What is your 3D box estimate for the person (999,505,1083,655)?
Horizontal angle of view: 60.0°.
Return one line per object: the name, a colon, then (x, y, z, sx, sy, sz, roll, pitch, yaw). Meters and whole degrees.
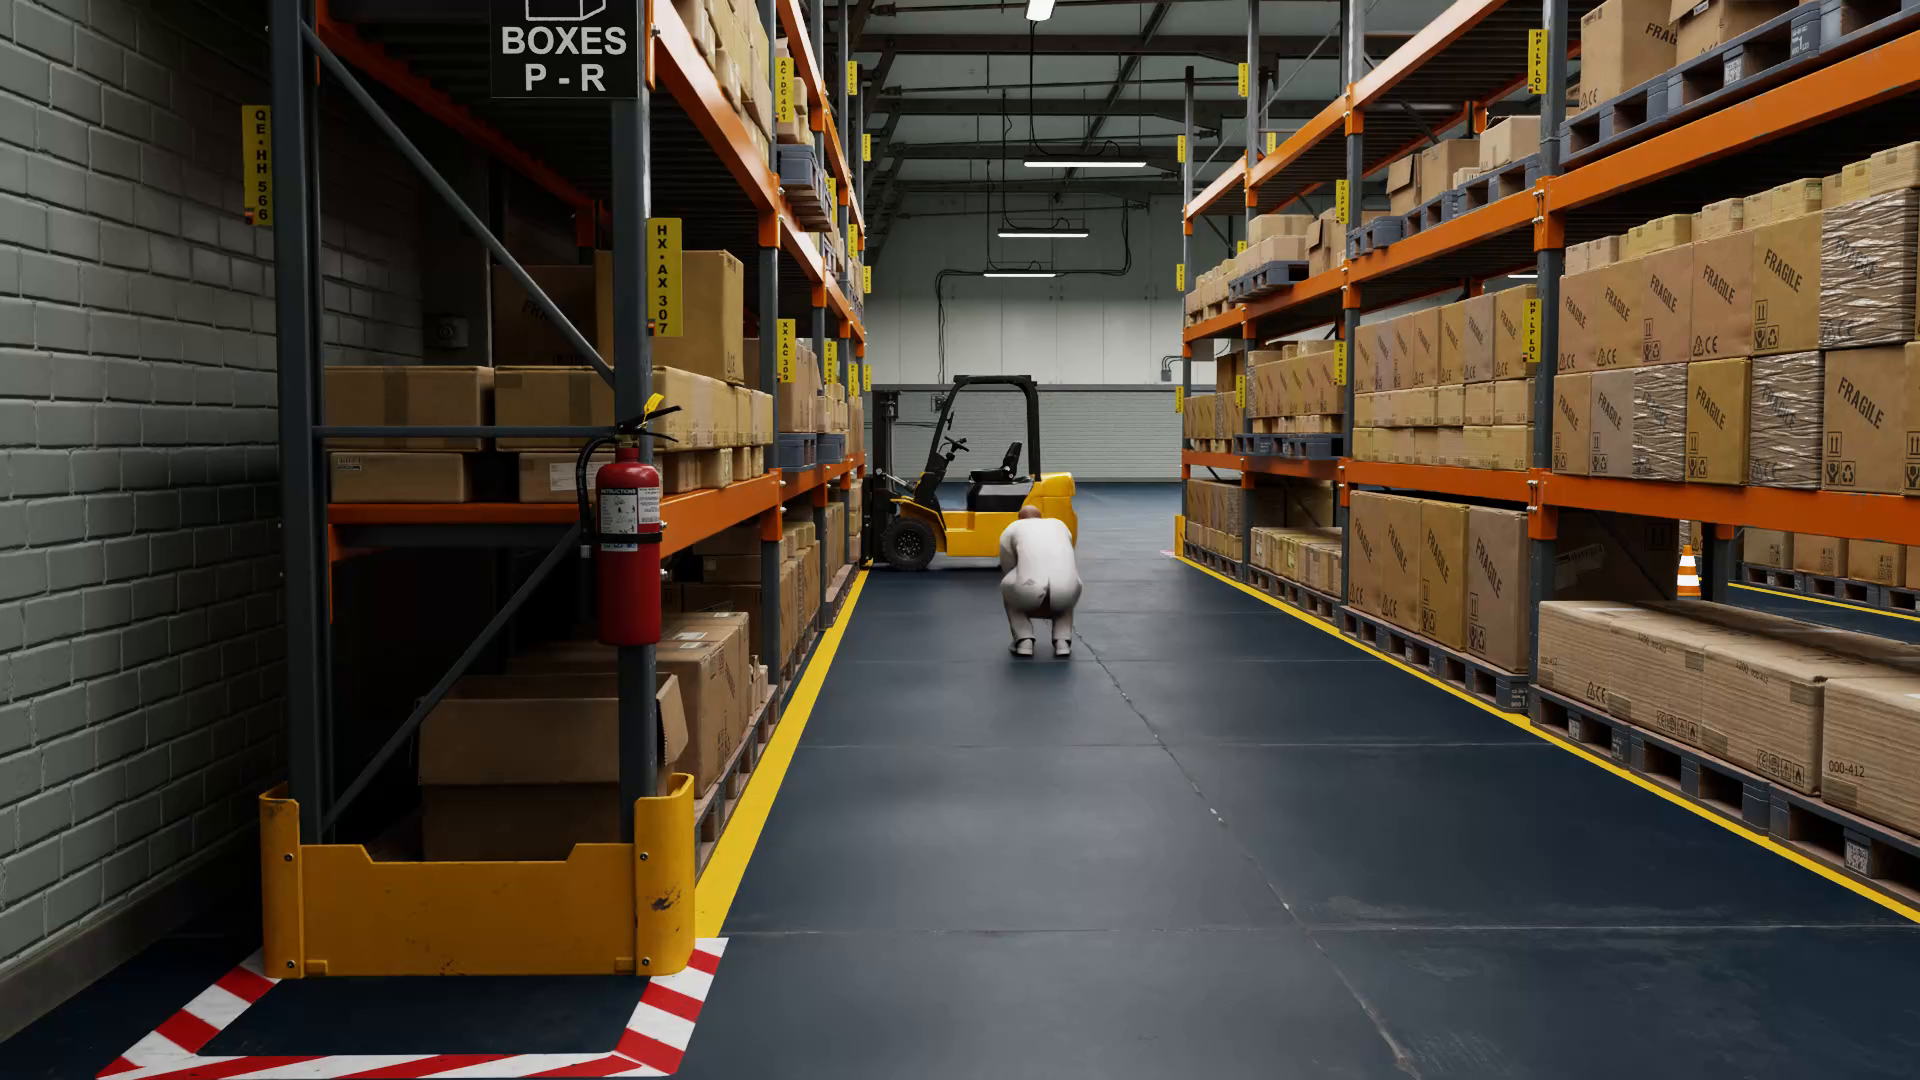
person: (0.561, 0.282, 11.553, 0.577, 0.984, 0.930, 0, 4, -3)
